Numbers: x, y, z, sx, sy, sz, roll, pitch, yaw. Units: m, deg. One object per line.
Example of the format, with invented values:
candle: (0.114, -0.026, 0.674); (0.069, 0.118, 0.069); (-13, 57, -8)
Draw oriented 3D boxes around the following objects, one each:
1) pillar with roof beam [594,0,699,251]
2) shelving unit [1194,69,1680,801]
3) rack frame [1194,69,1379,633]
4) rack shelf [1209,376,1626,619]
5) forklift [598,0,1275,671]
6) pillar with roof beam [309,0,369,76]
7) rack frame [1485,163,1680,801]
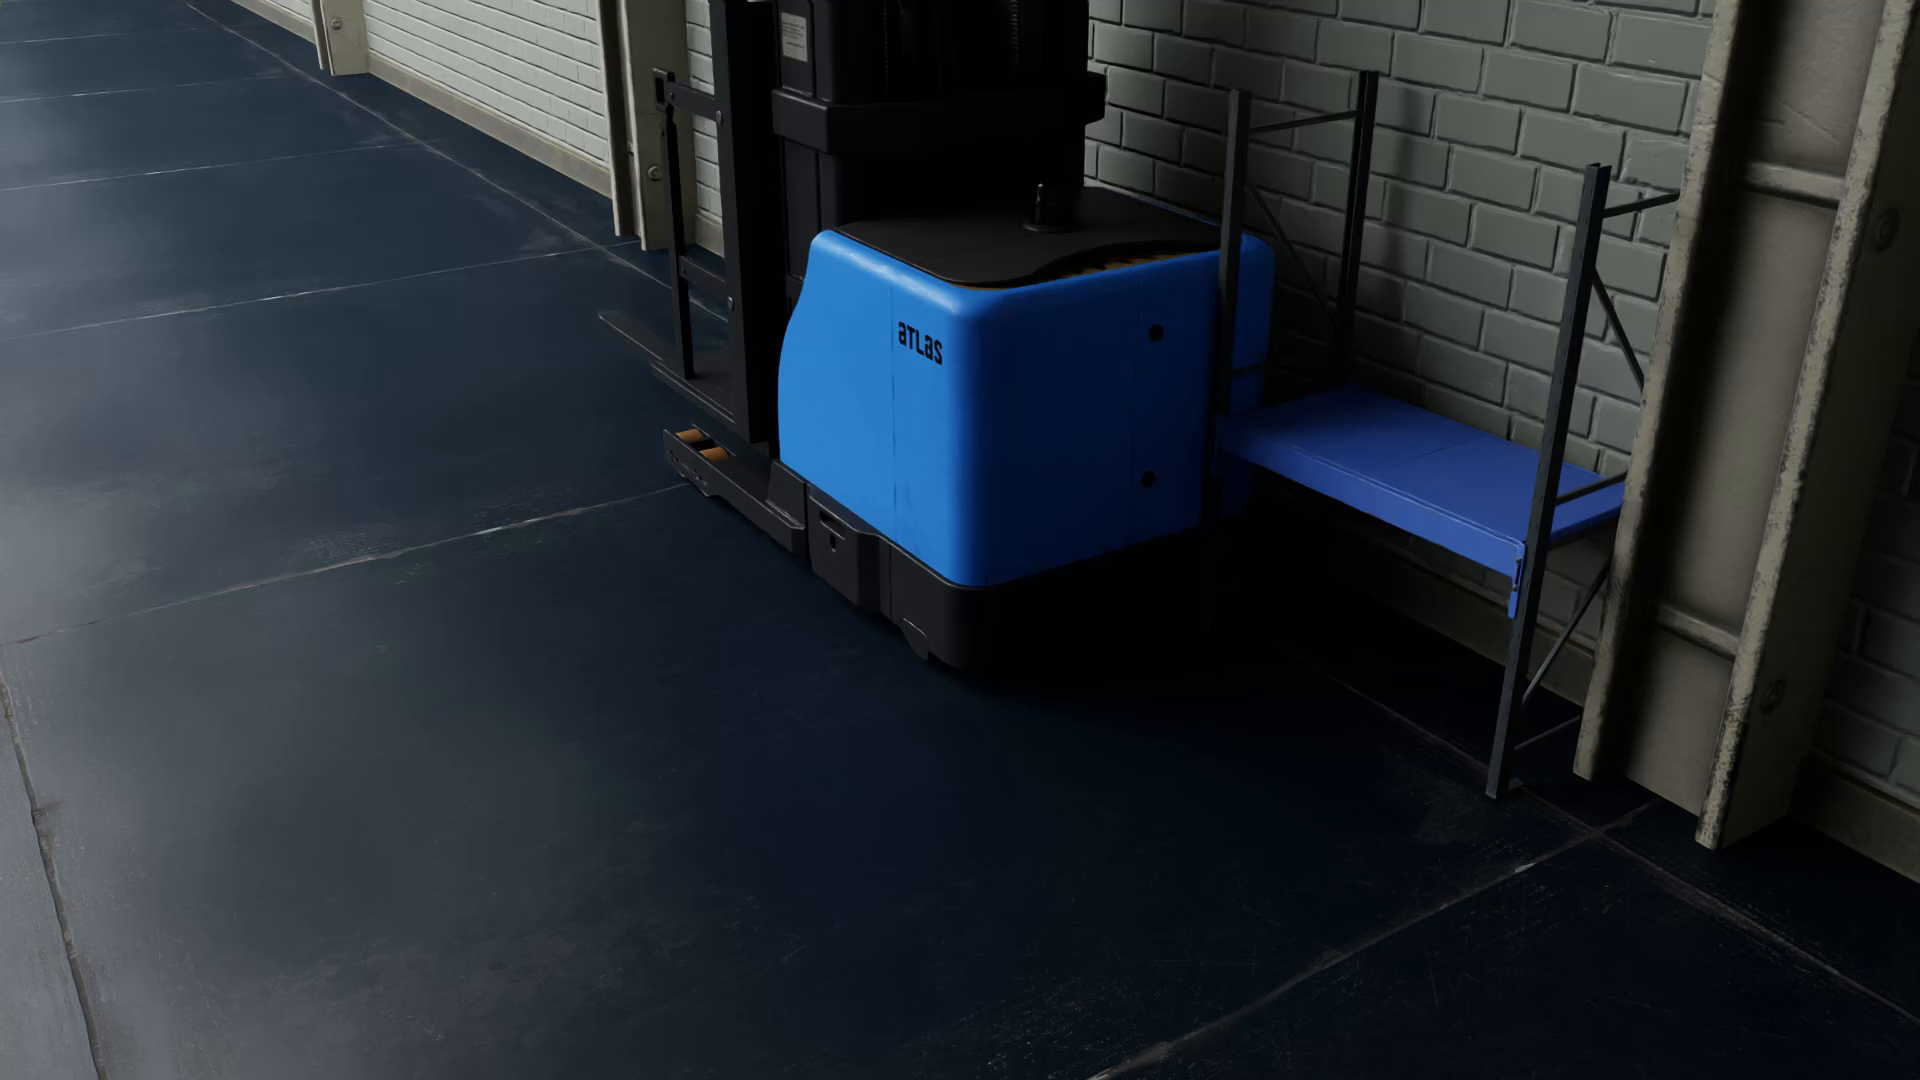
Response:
pillar with roof beam: (-5.155, -4.614, 4.483); (9.100, 9.000, 0.400); (-16, 29, -30)
shelving unit: (1.170, -0.304, 4.137); (0.538, 1.500, 1.048); (-17, 30, -31)
rack frame: (0.876, -0.481, 4.512); (0.500, 1.500, 0.032); (-17, 30, -31)
rack shelf: (1.170, -0.142, 4.214); (0.538, 0.185, 1.000); (-17, 30, -31)
forklift: (-0.356, -1.564, 5.131); (1.130, 2.935, 3.031); (-15, 29, -29)
pillar with roof beam: (-8.430, -6.760, 9.029); (9.100, 9.000, 0.400); (-16, 29, -30)
rack frame: (1.463, -0.127, 3.762); (0.500, 1.500, 0.032); (-17, 30, -31)
